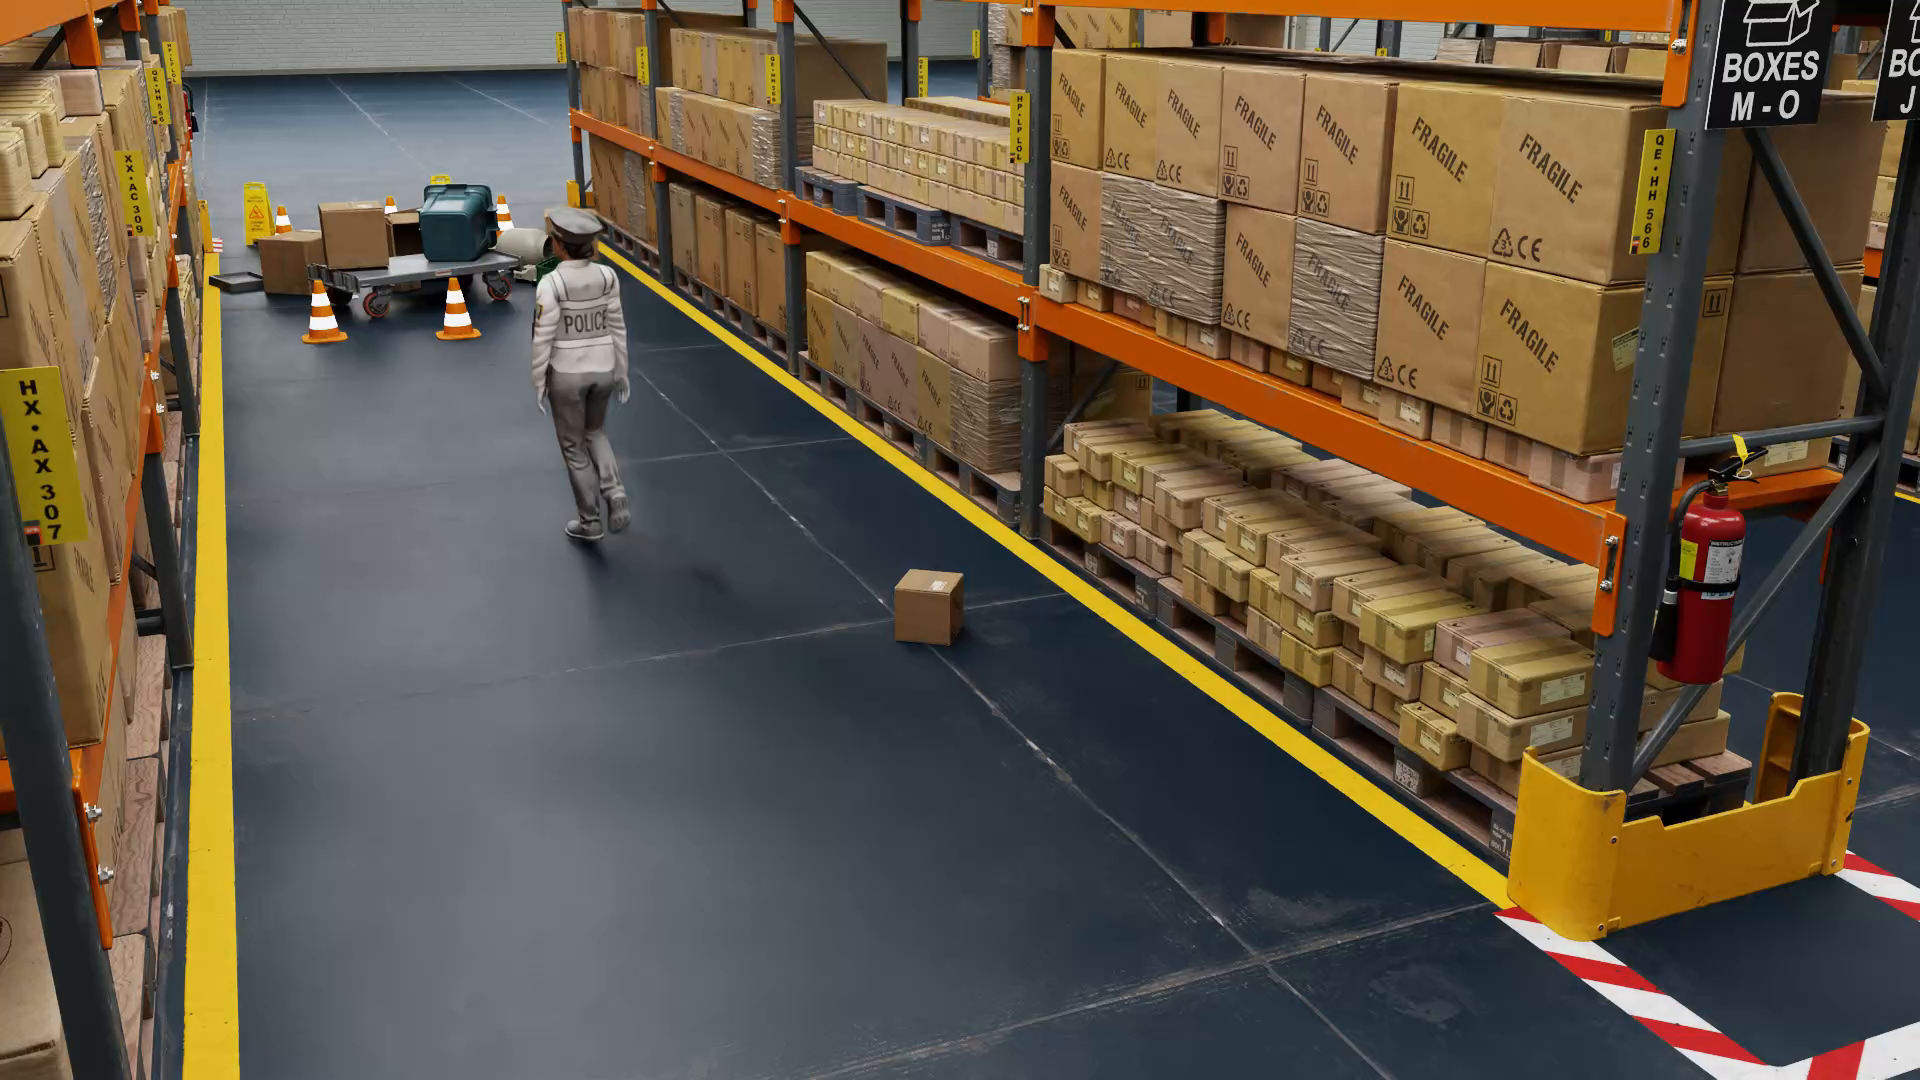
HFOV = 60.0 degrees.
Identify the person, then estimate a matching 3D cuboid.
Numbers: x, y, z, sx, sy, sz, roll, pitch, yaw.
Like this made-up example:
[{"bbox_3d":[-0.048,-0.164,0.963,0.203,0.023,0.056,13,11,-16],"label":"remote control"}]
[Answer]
[{"bbox_3d":[-1.911,-0.820,8.316,0.514,1.684,0.433,-17,26,-41],"label":"person"}]
